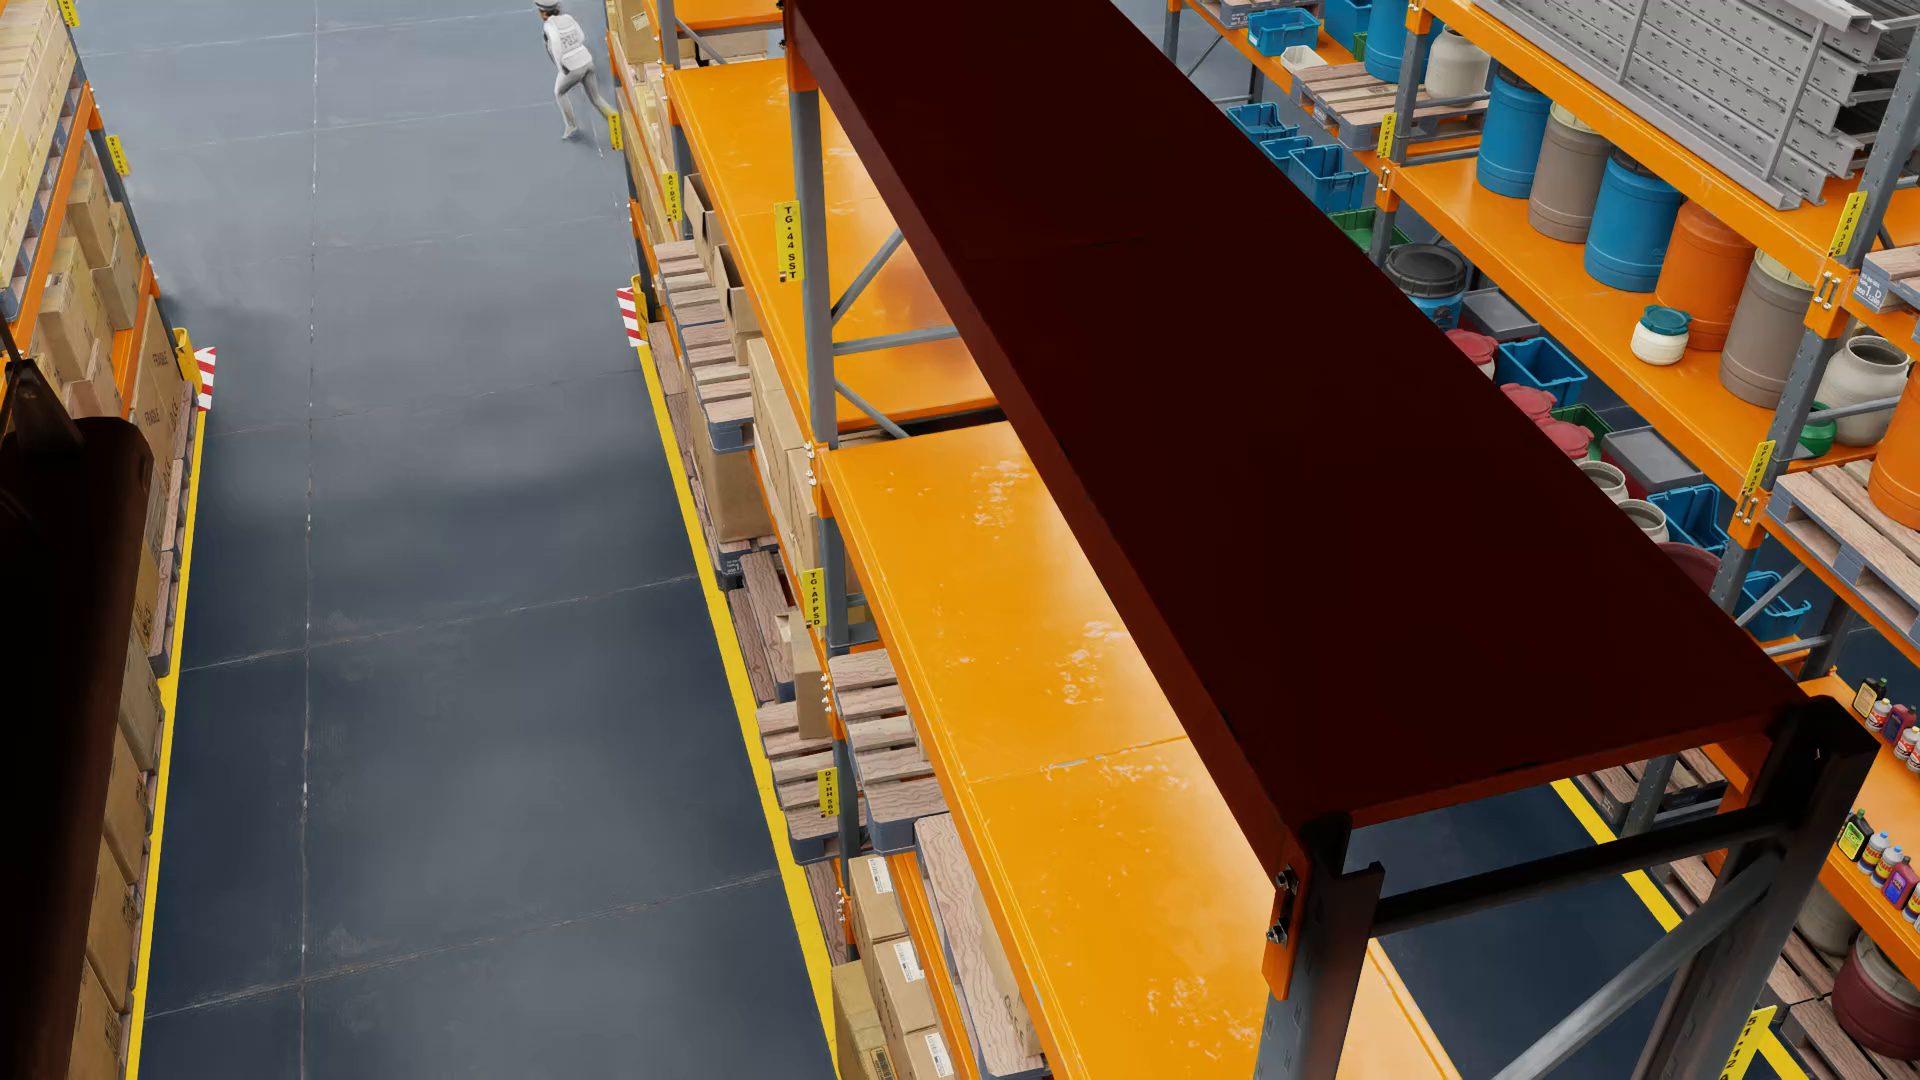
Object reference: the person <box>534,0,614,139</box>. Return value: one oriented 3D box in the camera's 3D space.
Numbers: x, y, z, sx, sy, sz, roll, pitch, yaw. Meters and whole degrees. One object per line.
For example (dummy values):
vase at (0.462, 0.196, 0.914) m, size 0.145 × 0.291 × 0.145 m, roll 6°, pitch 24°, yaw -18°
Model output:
person at (-4.074, -4.977, 17.884) m, size 0.957 × 1.621 × 0.657 m, roll 18°, pitch 42°, yaw 21°
